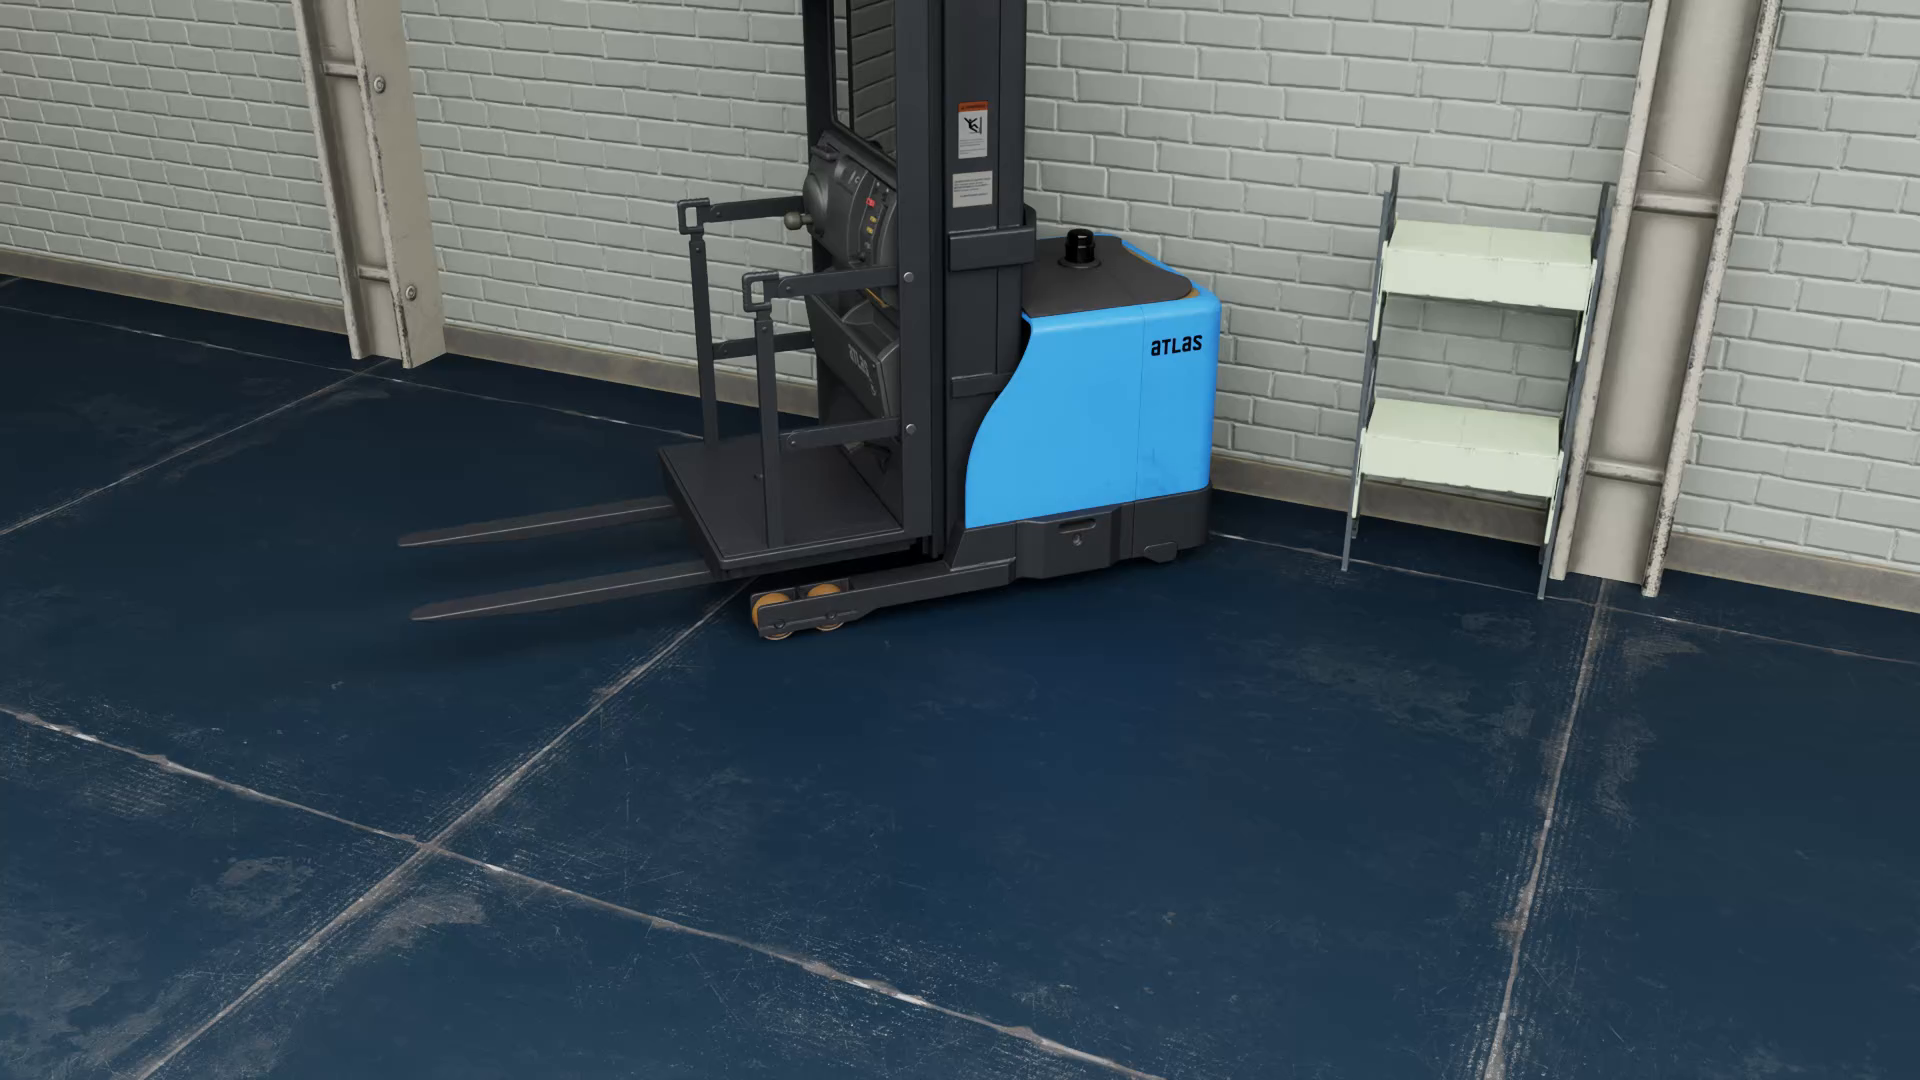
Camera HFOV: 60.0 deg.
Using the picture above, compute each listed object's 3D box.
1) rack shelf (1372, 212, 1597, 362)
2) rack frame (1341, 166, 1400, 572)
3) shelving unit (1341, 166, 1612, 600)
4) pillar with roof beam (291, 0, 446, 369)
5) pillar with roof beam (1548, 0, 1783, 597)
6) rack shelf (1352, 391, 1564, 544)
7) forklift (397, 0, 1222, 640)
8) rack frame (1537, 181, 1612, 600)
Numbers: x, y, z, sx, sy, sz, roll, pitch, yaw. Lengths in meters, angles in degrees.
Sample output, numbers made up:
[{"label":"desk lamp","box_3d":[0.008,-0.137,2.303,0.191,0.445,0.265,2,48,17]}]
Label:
[{"label":"rack shelf","box_3d":[1.909,-0.930,6.057,0.720,0.370,0.431,8,28,16]},{"label":"rack frame","box_3d":[1.561,-0.631,6.333,0.023,1.500,0.400,8,28,16]},{"label":"shelving unit","box_3d":[1.909,-0.581,6.230,0.755,1.500,0.431,8,28,16]},{"label":"pillar with roof beam","box_3d":[-4.717,-3.283,3.230,0.400,9.000,9.100,11,28,22]},{"label":"pillar with roof beam","box_3d":[0.745,-2.186,1.001,0.400,9.000,9.100,11,28,22]},{"label":"rack shelf","box_3d":[1.909,-0.288,6.375,0.720,0.370,0.431,8,28,16]},{"label":"forklift","box_3d":[-0.582,-1.217,5.904,3.031,2.935,1.130,-10,28,-19]},{"label":"rack frame","box_3d":[2.256,-0.530,6.127,0.023,1.500,0.400,8,28,16]}]
